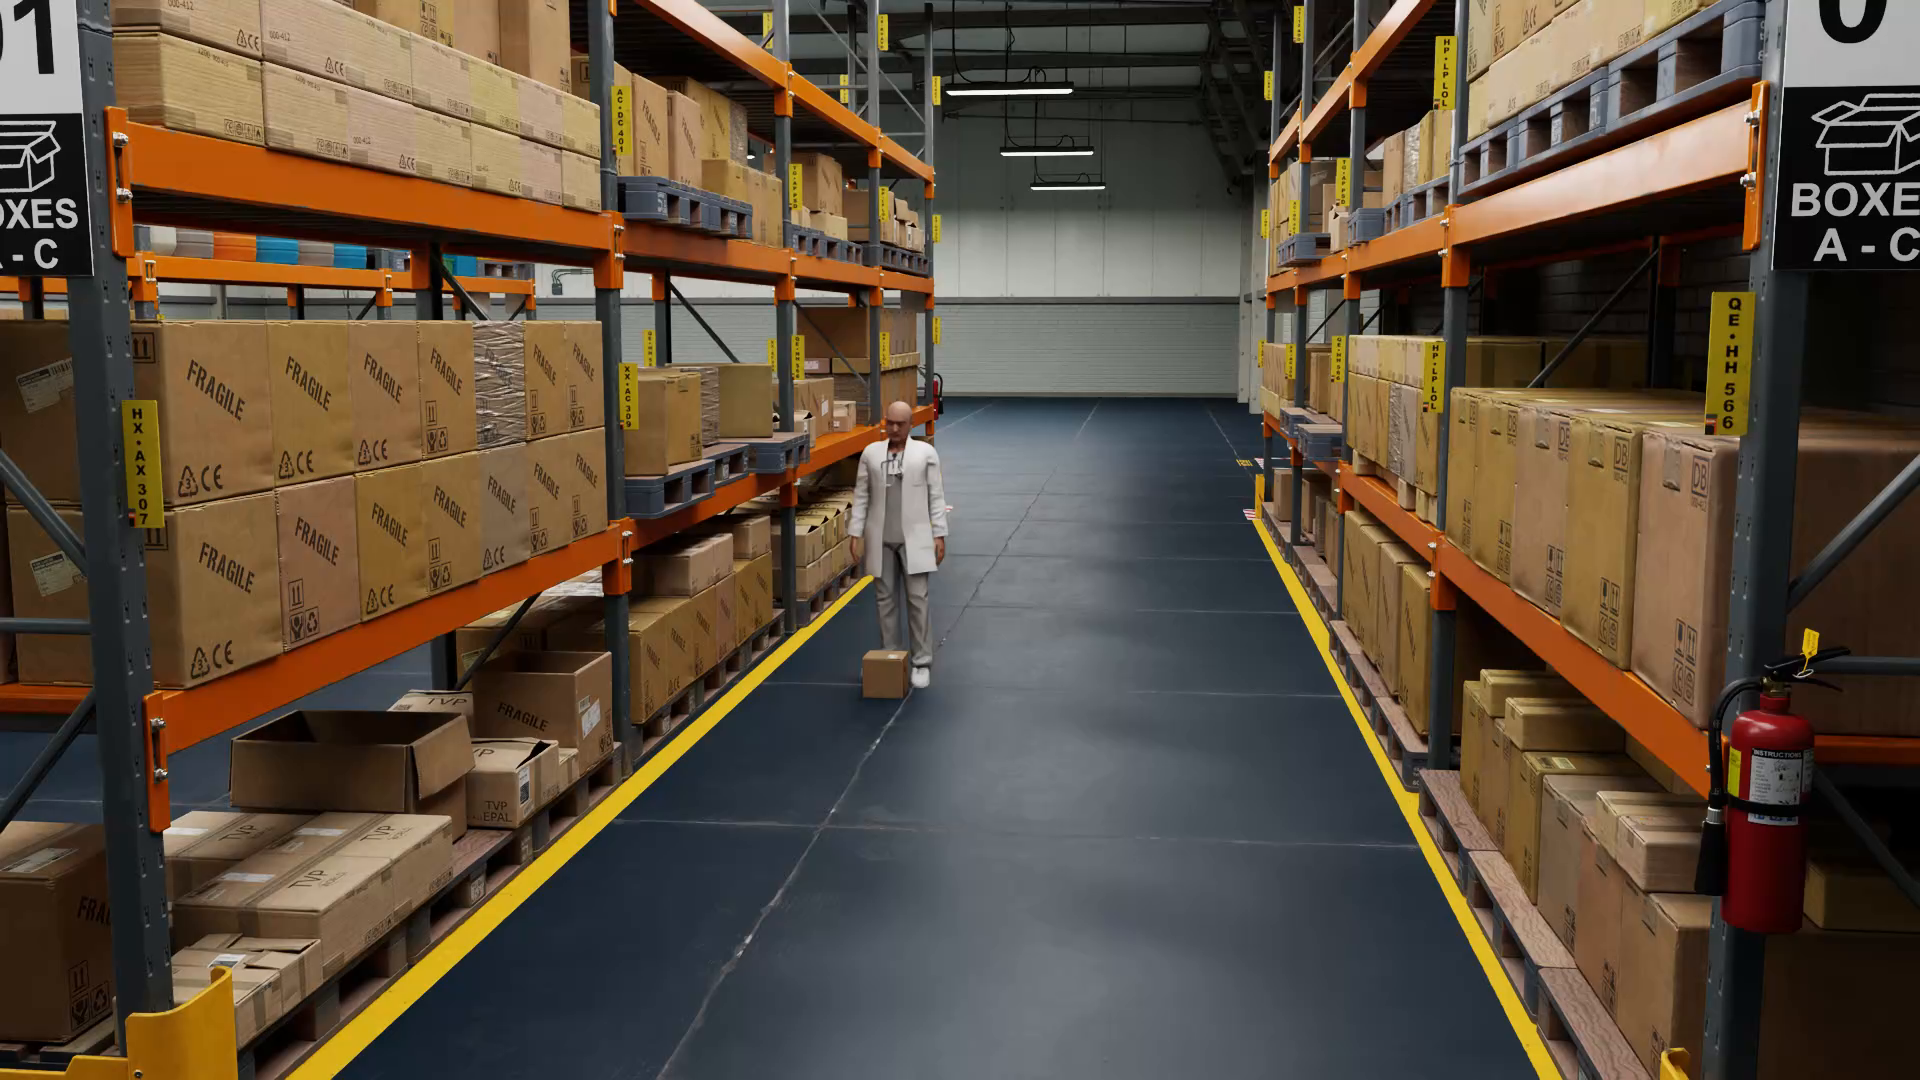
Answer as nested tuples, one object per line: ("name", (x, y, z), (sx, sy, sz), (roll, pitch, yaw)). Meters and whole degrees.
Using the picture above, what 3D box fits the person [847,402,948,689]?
("person", (-0.433, 0.018, 10.678), (0.656, 1.800, 0.524), (2, 8, 12))
